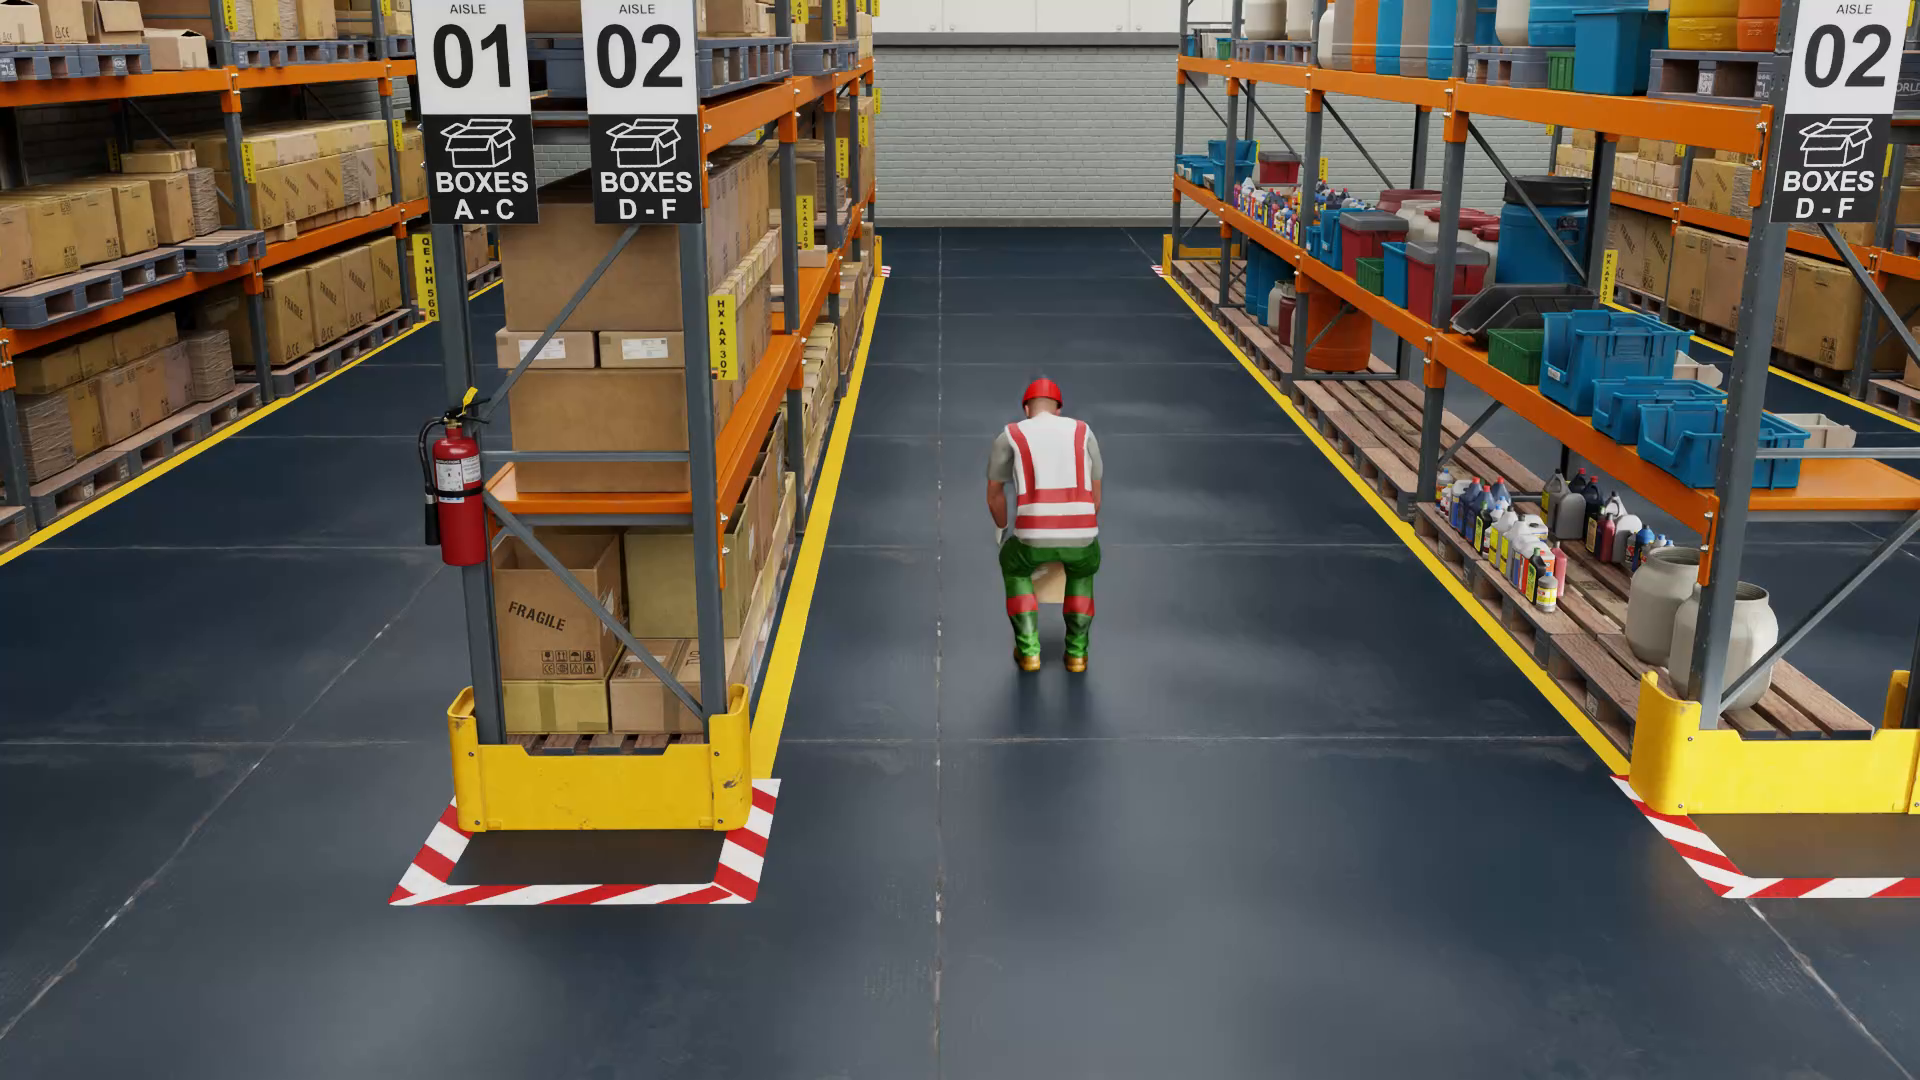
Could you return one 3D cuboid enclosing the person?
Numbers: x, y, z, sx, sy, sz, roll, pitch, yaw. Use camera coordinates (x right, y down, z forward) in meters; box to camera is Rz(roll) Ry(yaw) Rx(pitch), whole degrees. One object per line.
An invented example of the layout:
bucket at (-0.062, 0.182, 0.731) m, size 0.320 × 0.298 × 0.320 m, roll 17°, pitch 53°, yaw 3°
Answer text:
person at (0.424, -0.066, 8.364) m, size 0.584 × 1.414 × 0.765 m, roll 0°, pitch 17°, yaw -1°
